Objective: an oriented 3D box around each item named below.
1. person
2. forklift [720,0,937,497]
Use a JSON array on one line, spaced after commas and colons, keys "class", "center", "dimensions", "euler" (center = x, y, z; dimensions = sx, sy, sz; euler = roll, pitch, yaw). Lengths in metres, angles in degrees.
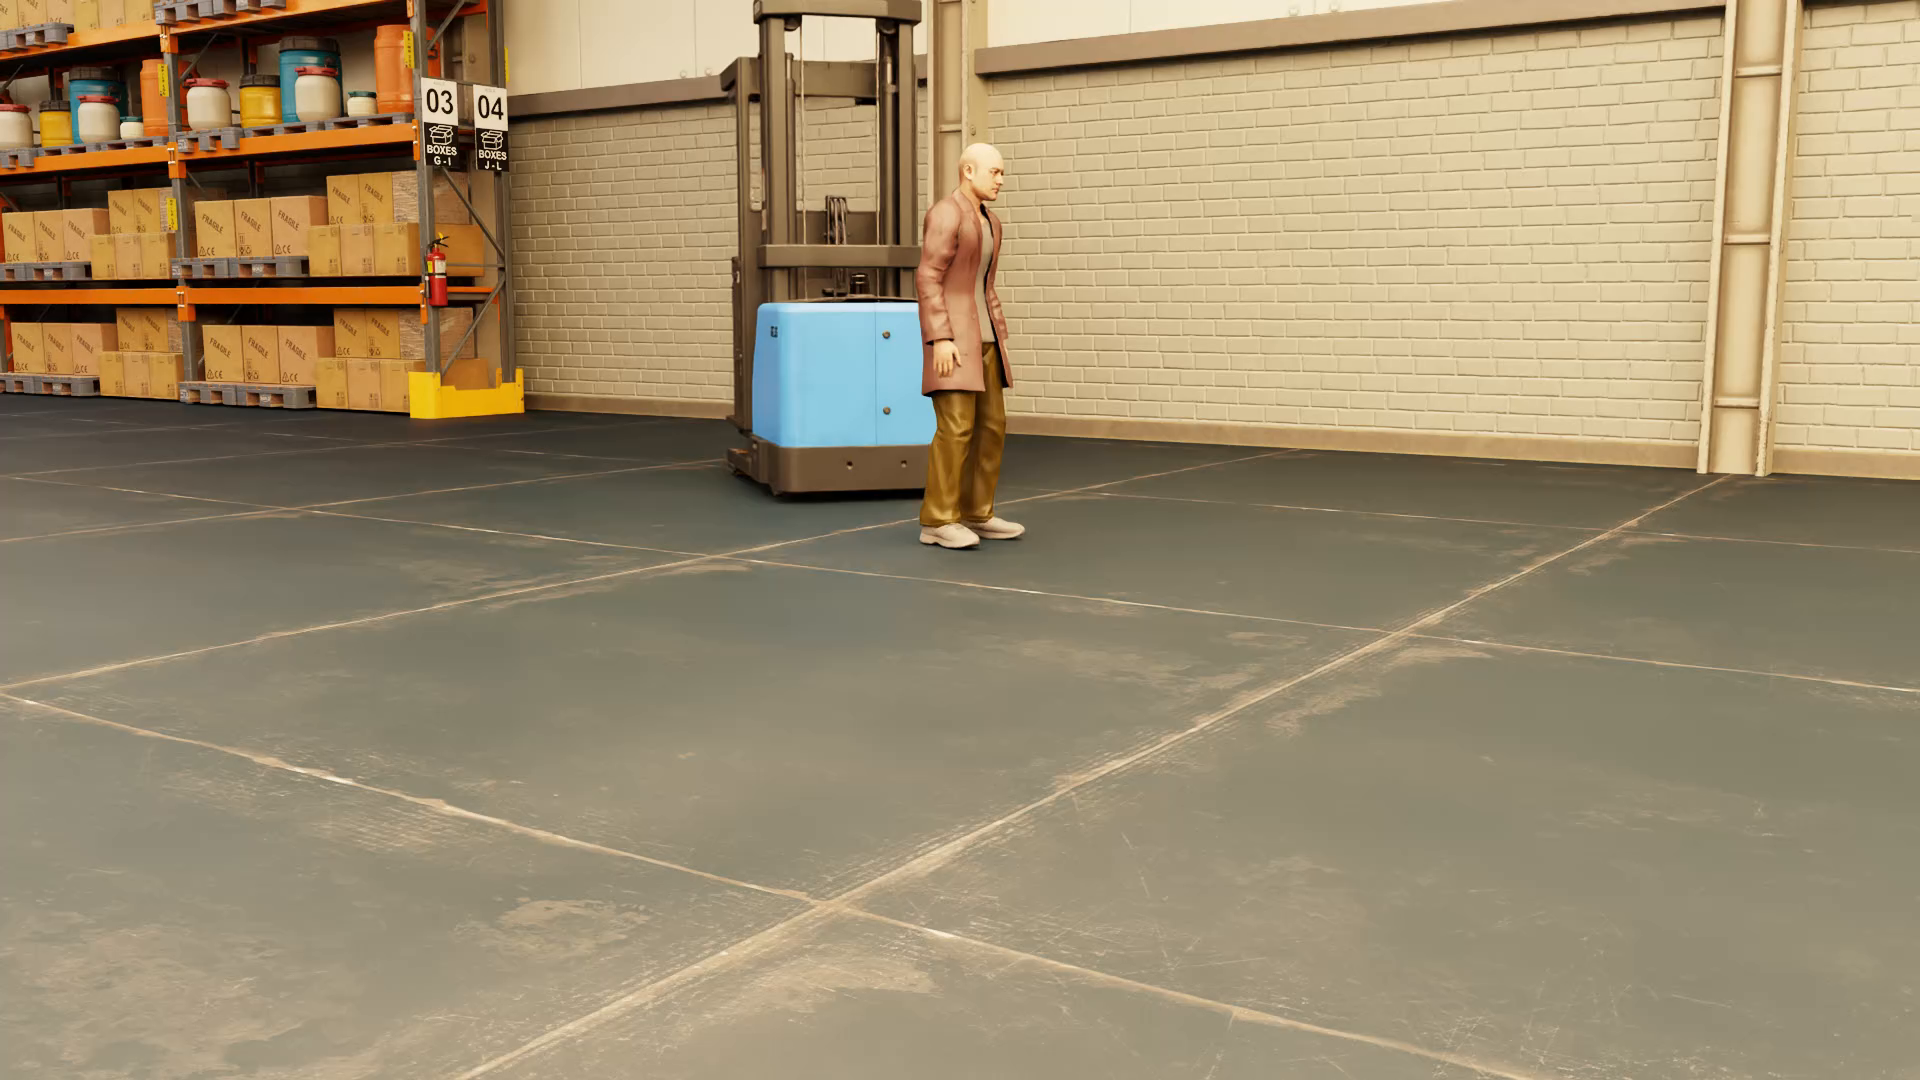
[{"class": "person", "center": [0.039, -0.878, 7.478], "dimensions": [0.434, 1.772, 0.645], "euler": [5, 9, 30]}, {"class": "forklift", "center": [-0.857, -1.856, 10.248], "dimensions": [1.130, 2.935, 3.031], "euler": [-2, 8, -16]}]
